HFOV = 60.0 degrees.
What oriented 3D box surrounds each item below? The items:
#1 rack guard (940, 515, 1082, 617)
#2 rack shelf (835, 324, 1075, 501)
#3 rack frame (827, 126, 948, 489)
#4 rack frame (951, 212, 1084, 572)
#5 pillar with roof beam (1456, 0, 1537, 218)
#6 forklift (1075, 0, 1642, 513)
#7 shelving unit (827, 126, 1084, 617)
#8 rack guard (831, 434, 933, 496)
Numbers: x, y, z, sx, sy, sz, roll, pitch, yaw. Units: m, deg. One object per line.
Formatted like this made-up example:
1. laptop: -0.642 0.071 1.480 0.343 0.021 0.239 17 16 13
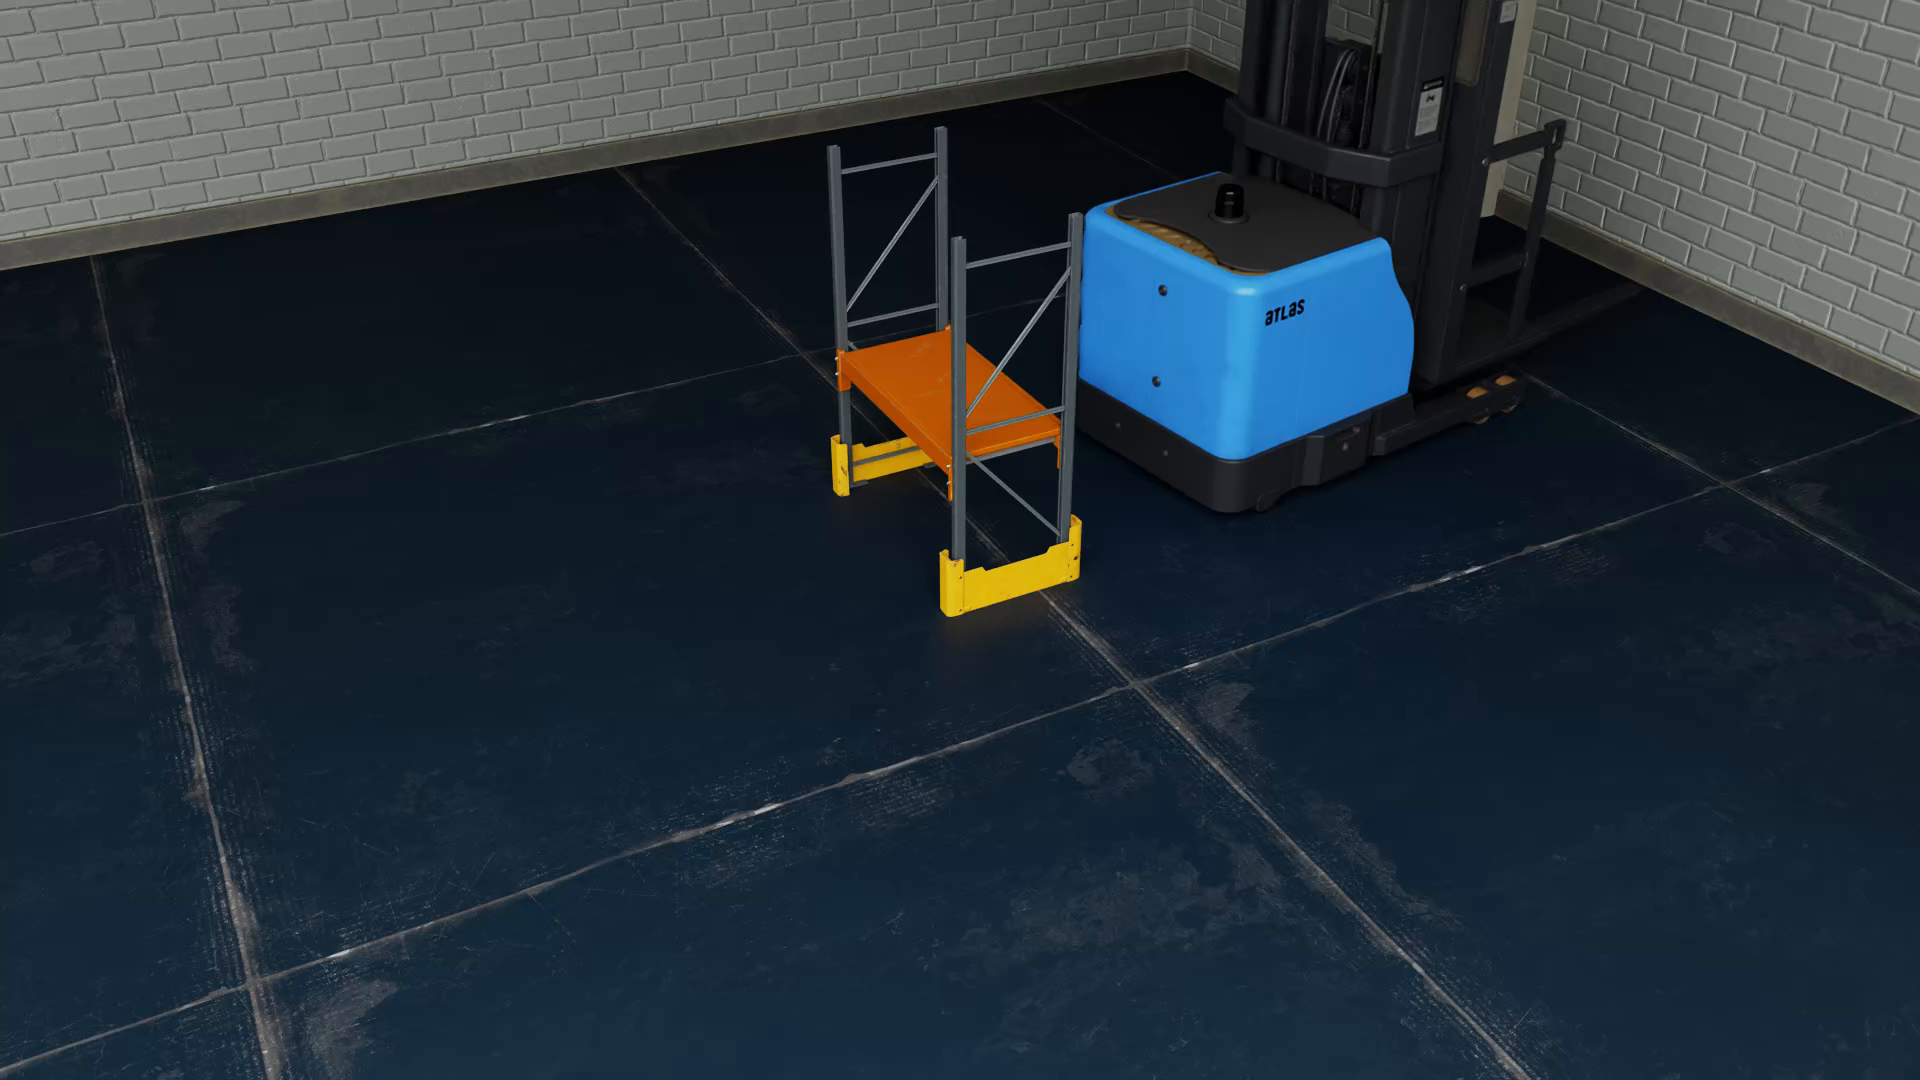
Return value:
1. rack guard: 0.197 0.096 6.368 0.587 0.250 0.087 -16 36 -23
2. rack shelf: -0.040 -0.521 6.506 0.538 0.185 1.000 -16 36 -23
3. rack frame: -0.277 -0.915 6.788 0.500 1.500 0.032 -16 36 -23
4. rack frame: 0.197 -0.430 6.030 0.500 1.500 0.032 -16 36 -23
5. pillar with roof beam: -0.884 -4.672 5.700 9.100 9.000 0.400 -16 36 -23
6. forklift: 1.991 -1.971 7.109 3.031 2.935 1.130 -22 38 -30
7. shelving unit: -0.036 -0.668 6.402 0.587 1.500 1.083 -16 36 -23
8. rack guard: -0.268 -0.379 7.110 0.587 0.250 0.087 -16 36 -23
